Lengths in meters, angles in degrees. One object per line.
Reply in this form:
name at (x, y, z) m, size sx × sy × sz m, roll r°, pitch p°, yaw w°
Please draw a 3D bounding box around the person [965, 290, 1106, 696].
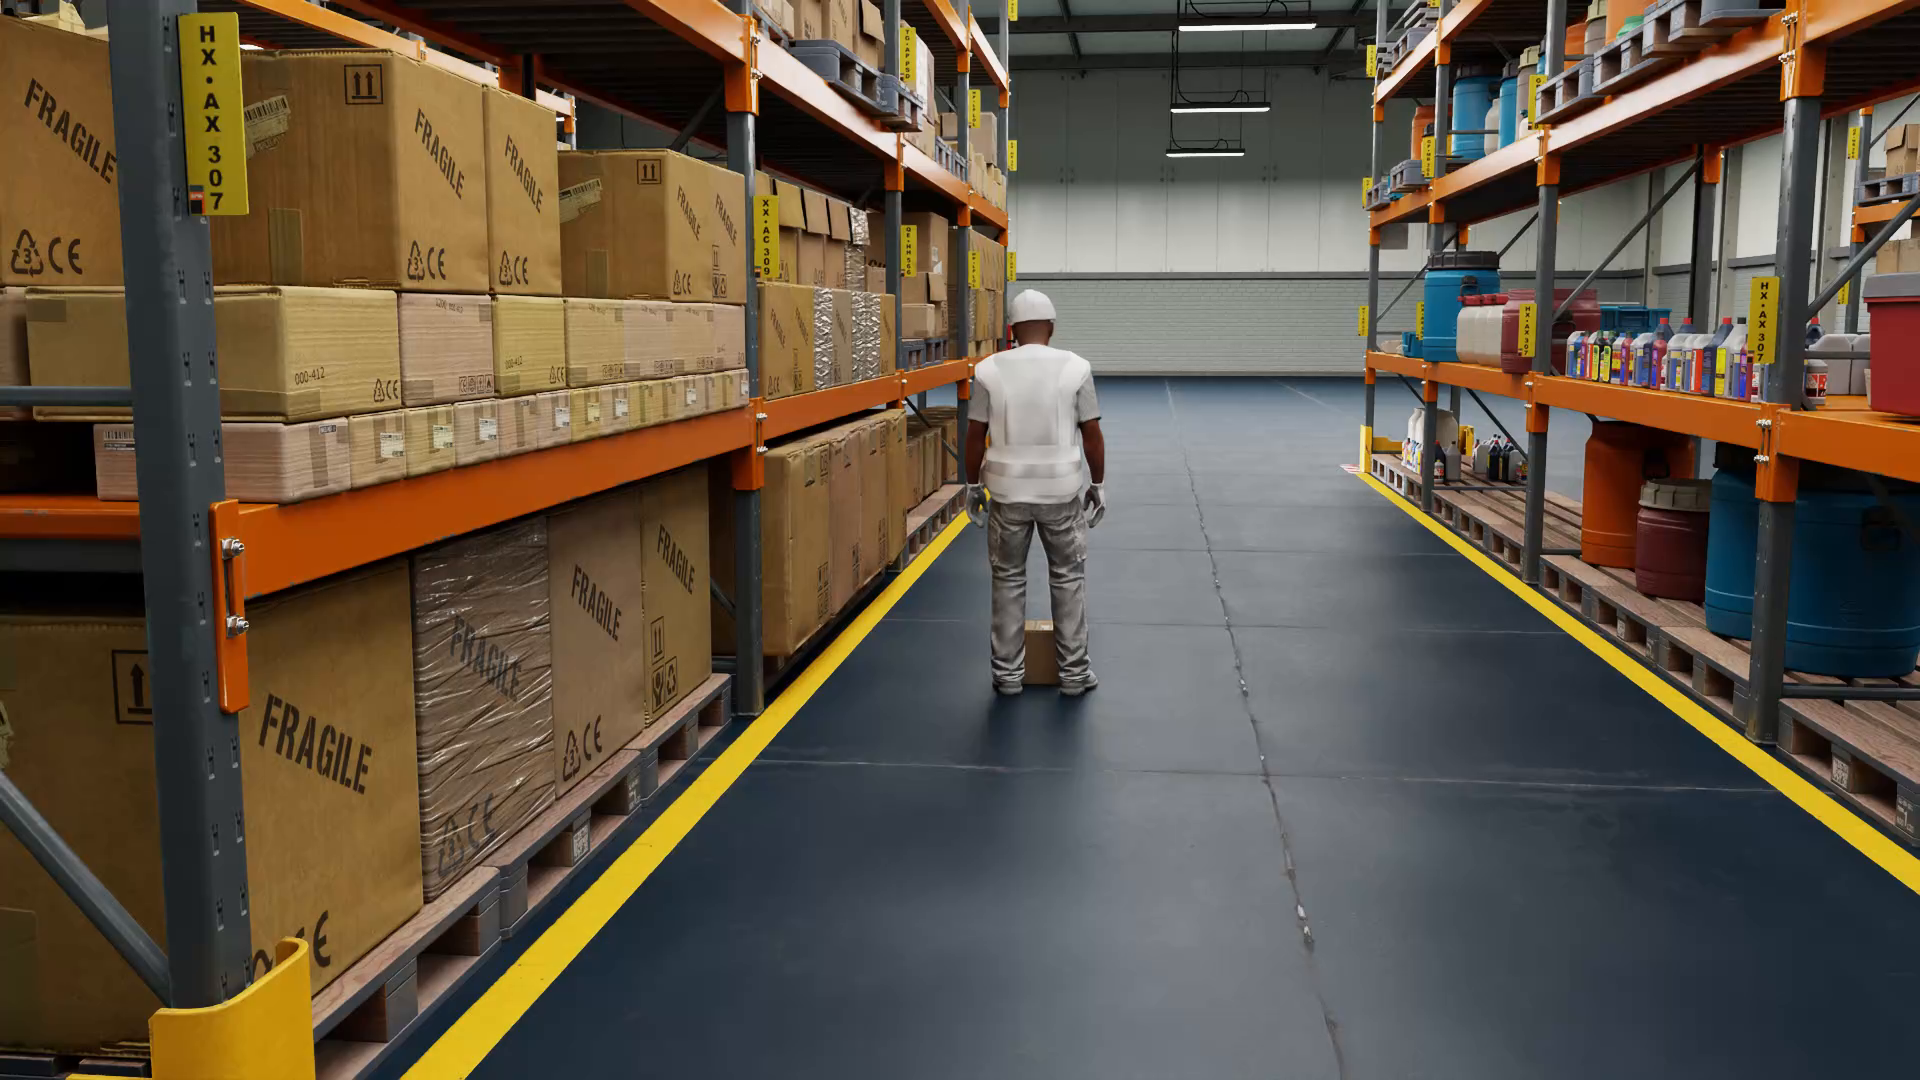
person at (0.333, -0.209, 7.334) m, size 0.624 × 1.774 × 0.454 m, roll 1°, pitch 8°, yaw 5°
